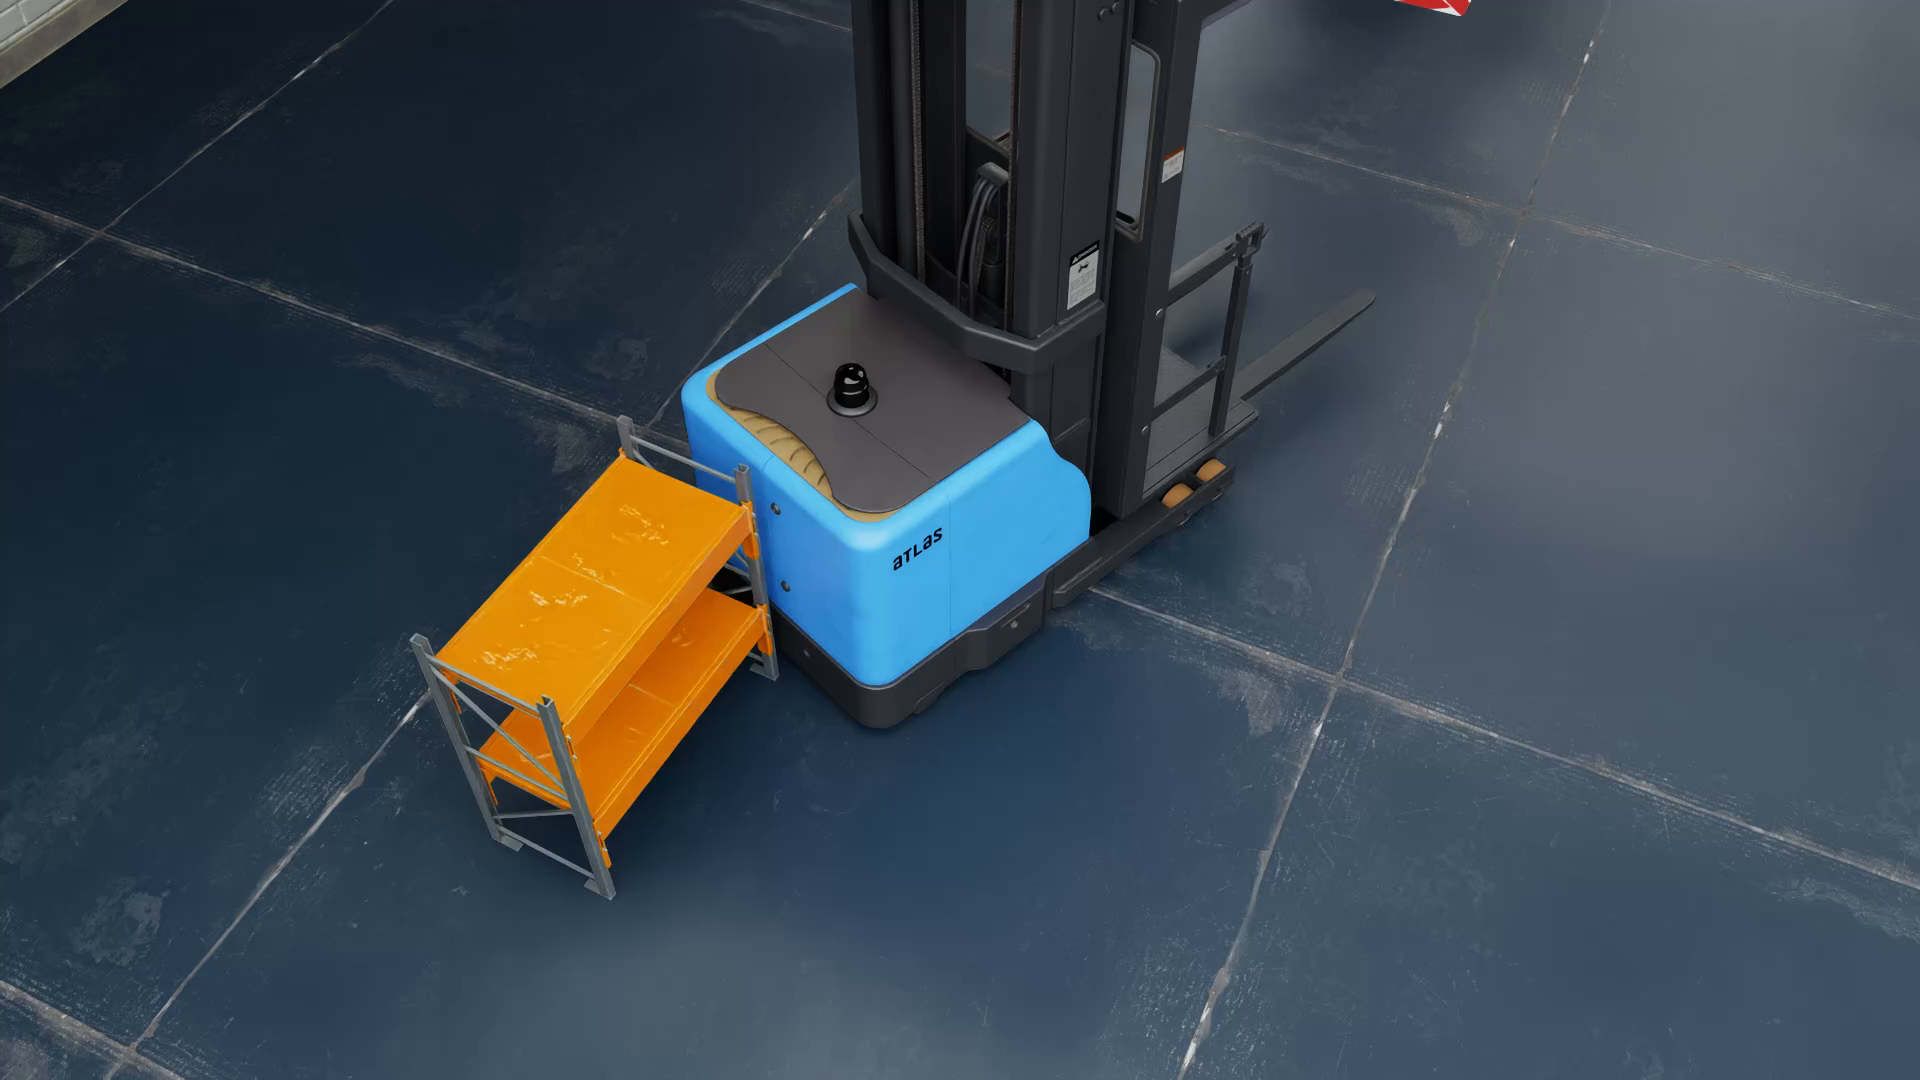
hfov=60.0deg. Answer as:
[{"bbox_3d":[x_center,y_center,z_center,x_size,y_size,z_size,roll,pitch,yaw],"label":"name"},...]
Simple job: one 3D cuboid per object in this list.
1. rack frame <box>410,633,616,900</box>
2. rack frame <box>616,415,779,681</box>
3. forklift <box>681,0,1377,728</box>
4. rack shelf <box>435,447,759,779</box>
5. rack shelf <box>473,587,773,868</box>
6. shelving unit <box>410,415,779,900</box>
[{"bbox_3d":[-1.376,0.736,5.200,0.500,1.125,0.032,22,53,18],"label":"rack frame"},{"bbox_3d":[-0.894,0.055,5.780,0.500,1.125,0.032,22,53,18],"label":"rack frame"},{"bbox_3d":[0.464,-1.275,5.726,3.031,2.935,1.130,-35,58,-26],"label":"forklift"},{"bbox_3d":[-1.135,0.206,5.267,0.538,0.278,1.000,22,53,18],"label":"rack shelf"},{"bbox_3d":[-1.135,0.554,5.676,0.538,0.278,1.000,22,53,18],"label":"rack shelf"},{"bbox_3d":[-1.135,0.396,5.490,0.538,1.125,1.048,22,53,18],"label":"shelving unit"}]
